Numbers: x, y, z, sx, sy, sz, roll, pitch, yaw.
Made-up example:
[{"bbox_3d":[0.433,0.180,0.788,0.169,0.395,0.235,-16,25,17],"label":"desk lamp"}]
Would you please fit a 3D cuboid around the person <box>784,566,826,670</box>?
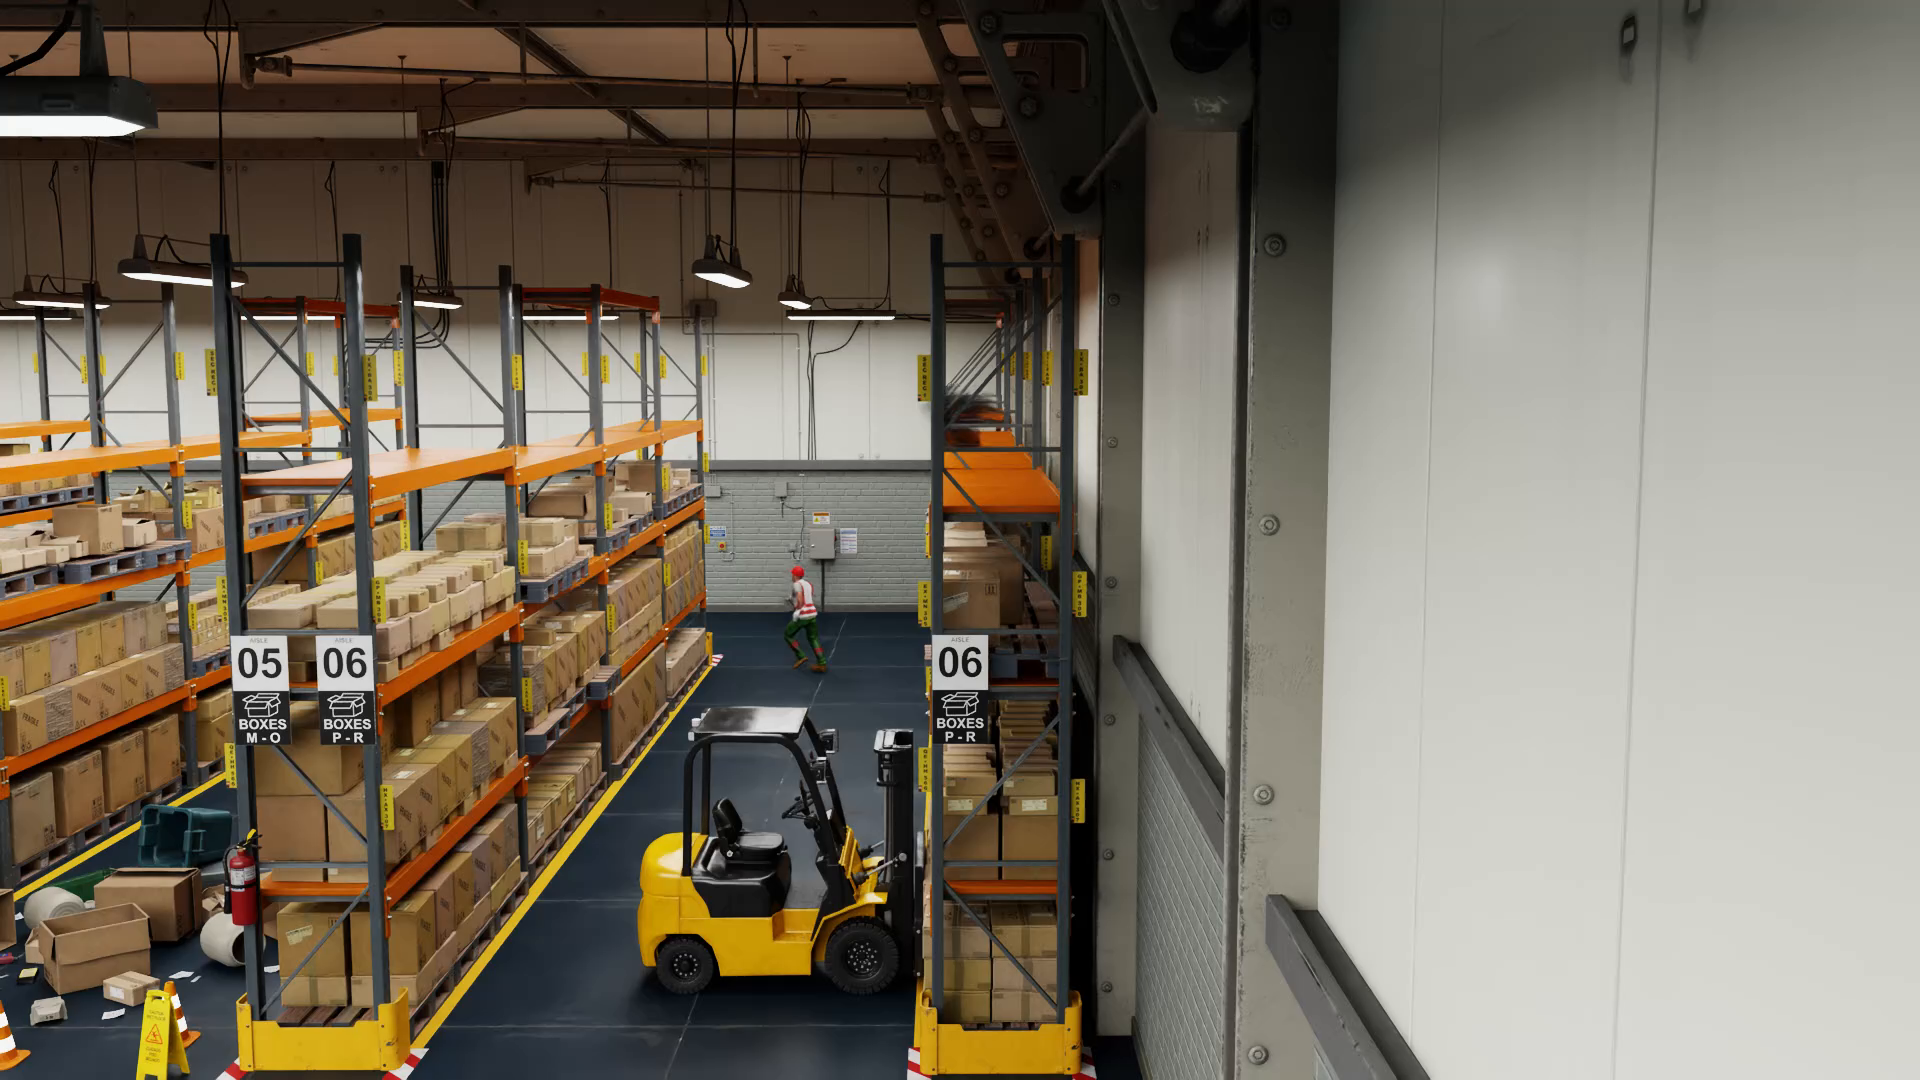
[{"bbox_3d":[-2.612,1.283,27.462,0.935,1.695,0.694,5,8,37],"label":"person"}]
